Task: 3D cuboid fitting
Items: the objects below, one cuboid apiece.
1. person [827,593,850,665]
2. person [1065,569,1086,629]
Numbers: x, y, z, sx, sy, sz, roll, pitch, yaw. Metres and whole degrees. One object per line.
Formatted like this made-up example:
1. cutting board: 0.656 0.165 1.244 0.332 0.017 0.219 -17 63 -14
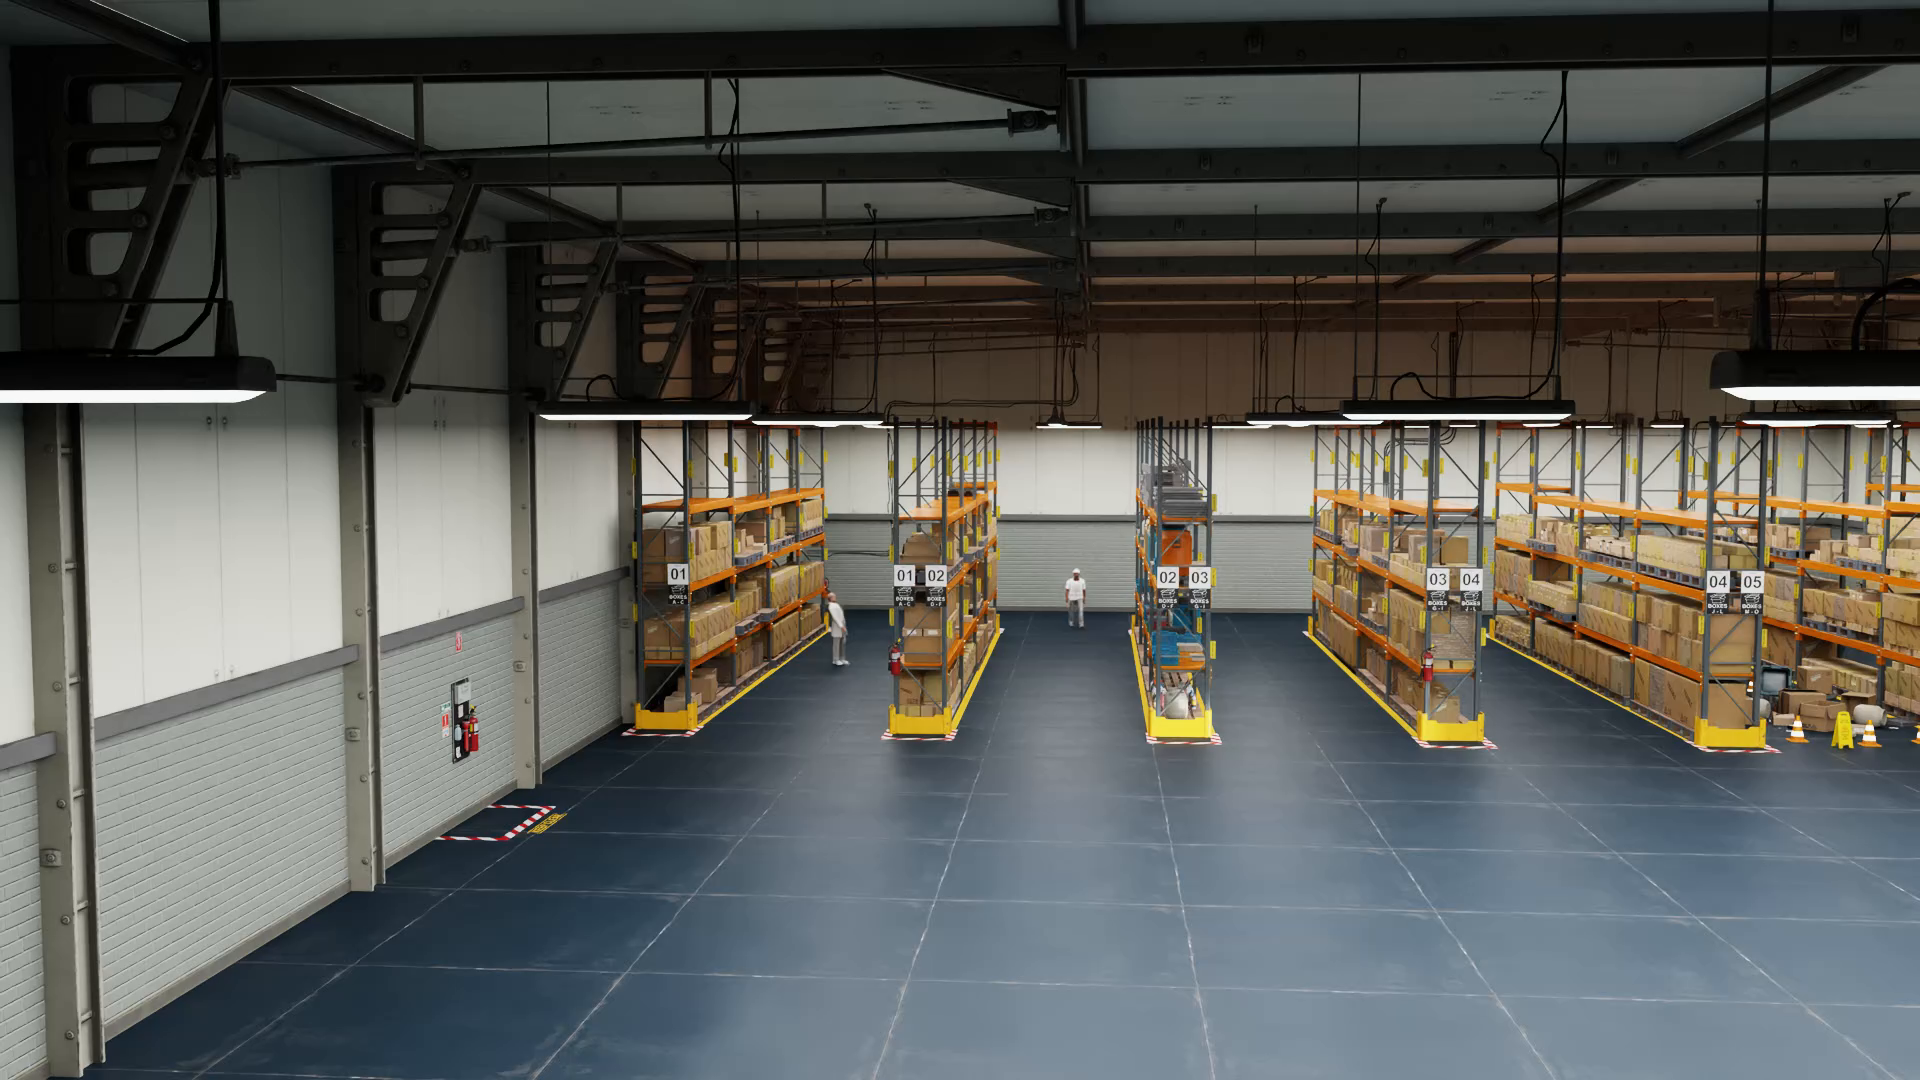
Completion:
1. person: -2.952 2.196 40.833 0.636 1.802 0.674 2 4 26
2. person: 3.364 1.699 48.203 0.626 1.716 1.031 0 4 -7
